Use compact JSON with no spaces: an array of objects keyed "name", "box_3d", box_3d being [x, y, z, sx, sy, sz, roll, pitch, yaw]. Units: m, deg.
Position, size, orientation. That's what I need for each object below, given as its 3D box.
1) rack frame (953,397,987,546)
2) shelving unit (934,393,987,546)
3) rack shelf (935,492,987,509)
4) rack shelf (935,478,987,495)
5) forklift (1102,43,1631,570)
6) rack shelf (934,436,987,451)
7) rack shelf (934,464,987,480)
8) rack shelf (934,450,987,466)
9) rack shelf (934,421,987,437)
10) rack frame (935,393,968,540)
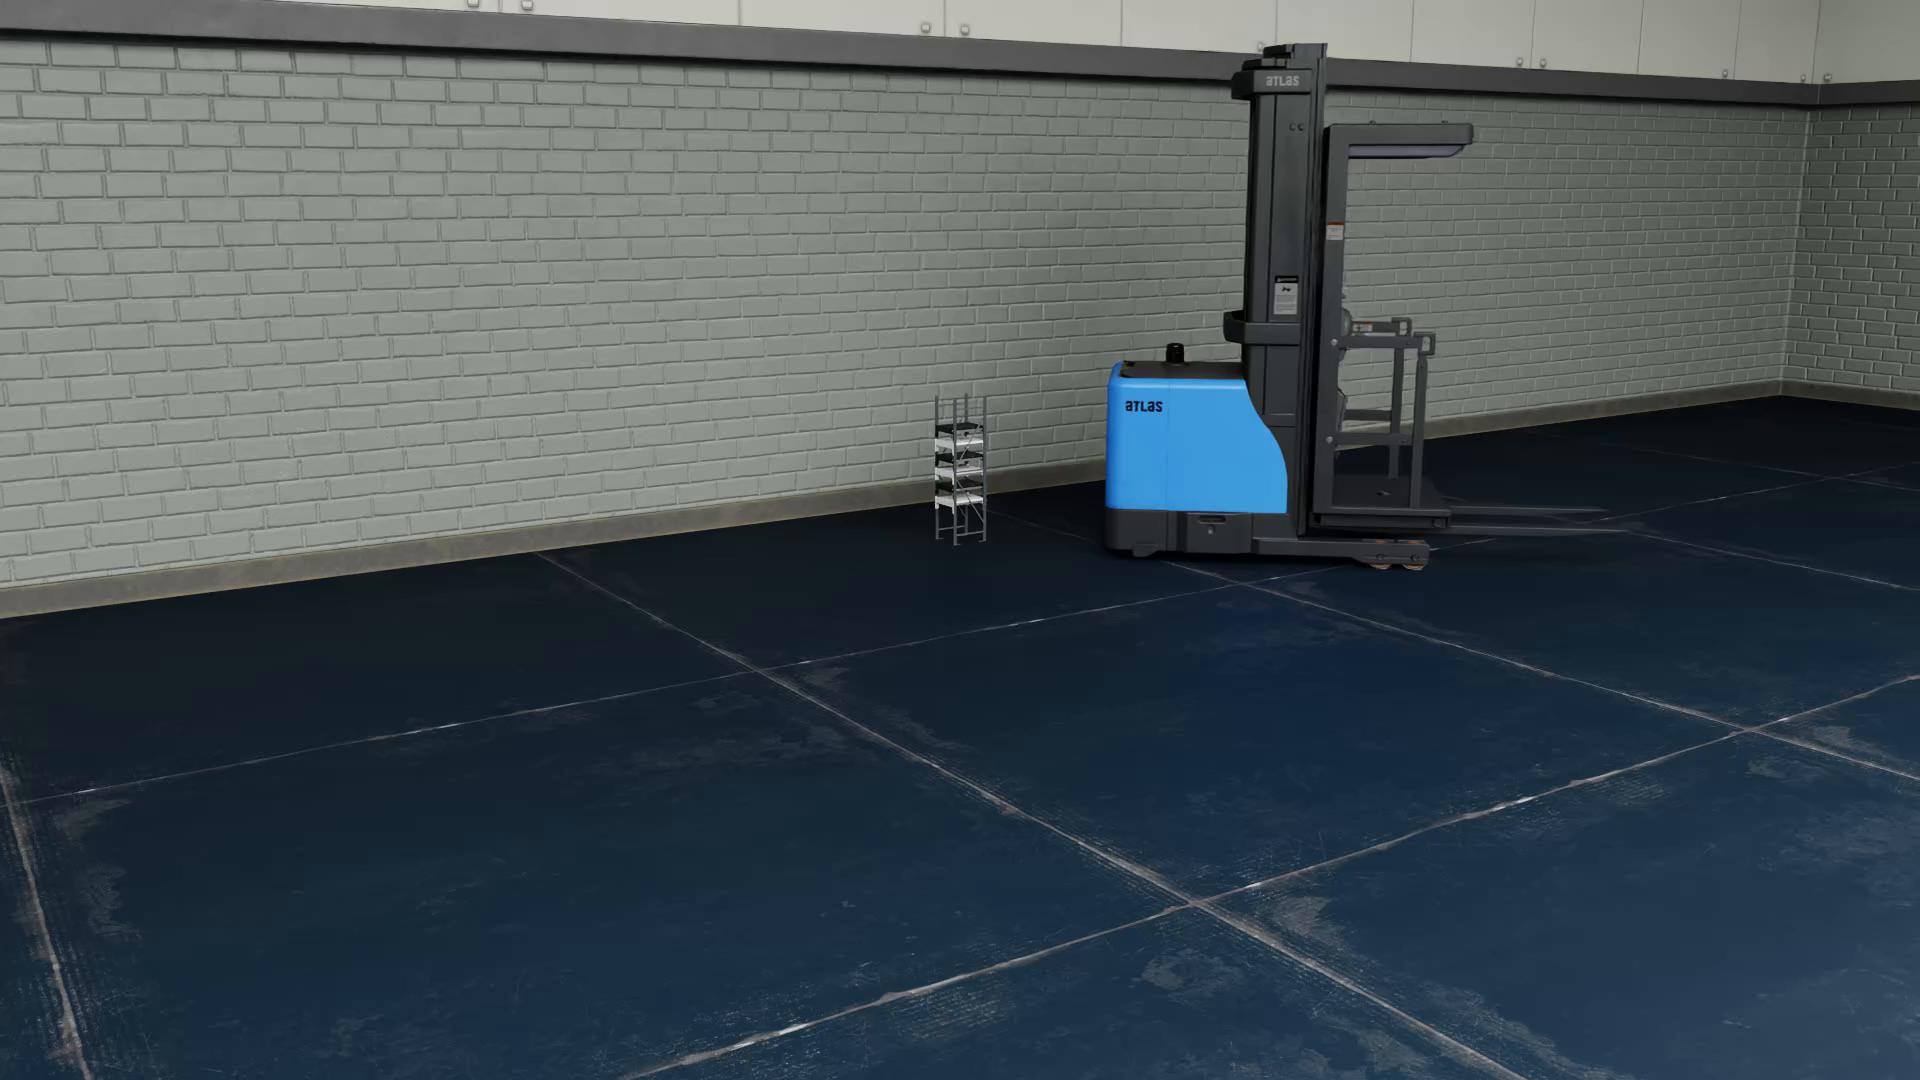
[{"name":"rack frame","box_3d":[0.061,-0.420,10.176,0.240,0.900,0.006,-8,15,-33]},{"name":"shelving unit","box_3d":[0.004,-0.438,10.259,0.258,0.900,0.210,-8,15,-33]},{"name":"rack shelf","box_3d":[0.004,-0.230,10.305,0.258,0.077,0.200,-8,15,-33]},{"name":"rack shelf","box_3d":[0.004,-0.318,10.285,0.258,0.077,0.200,-8,15,-33]},{"name":"forklift","box_3d":[2.401,-1.378,9.802,3.031,2.935,1.130,2,12,7]},{"name":"rack shelf","box_3d":[0.004,-0.581,10.228,0.258,0.077,0.200,-8,15,-33]},{"name":"rack shelf","box_3d":[0.004,-0.406,10.266,0.258,0.077,0.200,-8,15,-33]},{"name":"rack shelf","box_3d":[0.004,-0.494,10.247,0.258,0.077,0.200,-8,15,-33]},{"name":"rack shelf","box_3d":[0.004,-0.669,10.208,0.258,0.077,0.200,-8,15,-33]},{"name":"rack frame","box_3d":[-0.052,-0.456,10.342,0.240,0.900,0.006,-8,15,-33]}]
